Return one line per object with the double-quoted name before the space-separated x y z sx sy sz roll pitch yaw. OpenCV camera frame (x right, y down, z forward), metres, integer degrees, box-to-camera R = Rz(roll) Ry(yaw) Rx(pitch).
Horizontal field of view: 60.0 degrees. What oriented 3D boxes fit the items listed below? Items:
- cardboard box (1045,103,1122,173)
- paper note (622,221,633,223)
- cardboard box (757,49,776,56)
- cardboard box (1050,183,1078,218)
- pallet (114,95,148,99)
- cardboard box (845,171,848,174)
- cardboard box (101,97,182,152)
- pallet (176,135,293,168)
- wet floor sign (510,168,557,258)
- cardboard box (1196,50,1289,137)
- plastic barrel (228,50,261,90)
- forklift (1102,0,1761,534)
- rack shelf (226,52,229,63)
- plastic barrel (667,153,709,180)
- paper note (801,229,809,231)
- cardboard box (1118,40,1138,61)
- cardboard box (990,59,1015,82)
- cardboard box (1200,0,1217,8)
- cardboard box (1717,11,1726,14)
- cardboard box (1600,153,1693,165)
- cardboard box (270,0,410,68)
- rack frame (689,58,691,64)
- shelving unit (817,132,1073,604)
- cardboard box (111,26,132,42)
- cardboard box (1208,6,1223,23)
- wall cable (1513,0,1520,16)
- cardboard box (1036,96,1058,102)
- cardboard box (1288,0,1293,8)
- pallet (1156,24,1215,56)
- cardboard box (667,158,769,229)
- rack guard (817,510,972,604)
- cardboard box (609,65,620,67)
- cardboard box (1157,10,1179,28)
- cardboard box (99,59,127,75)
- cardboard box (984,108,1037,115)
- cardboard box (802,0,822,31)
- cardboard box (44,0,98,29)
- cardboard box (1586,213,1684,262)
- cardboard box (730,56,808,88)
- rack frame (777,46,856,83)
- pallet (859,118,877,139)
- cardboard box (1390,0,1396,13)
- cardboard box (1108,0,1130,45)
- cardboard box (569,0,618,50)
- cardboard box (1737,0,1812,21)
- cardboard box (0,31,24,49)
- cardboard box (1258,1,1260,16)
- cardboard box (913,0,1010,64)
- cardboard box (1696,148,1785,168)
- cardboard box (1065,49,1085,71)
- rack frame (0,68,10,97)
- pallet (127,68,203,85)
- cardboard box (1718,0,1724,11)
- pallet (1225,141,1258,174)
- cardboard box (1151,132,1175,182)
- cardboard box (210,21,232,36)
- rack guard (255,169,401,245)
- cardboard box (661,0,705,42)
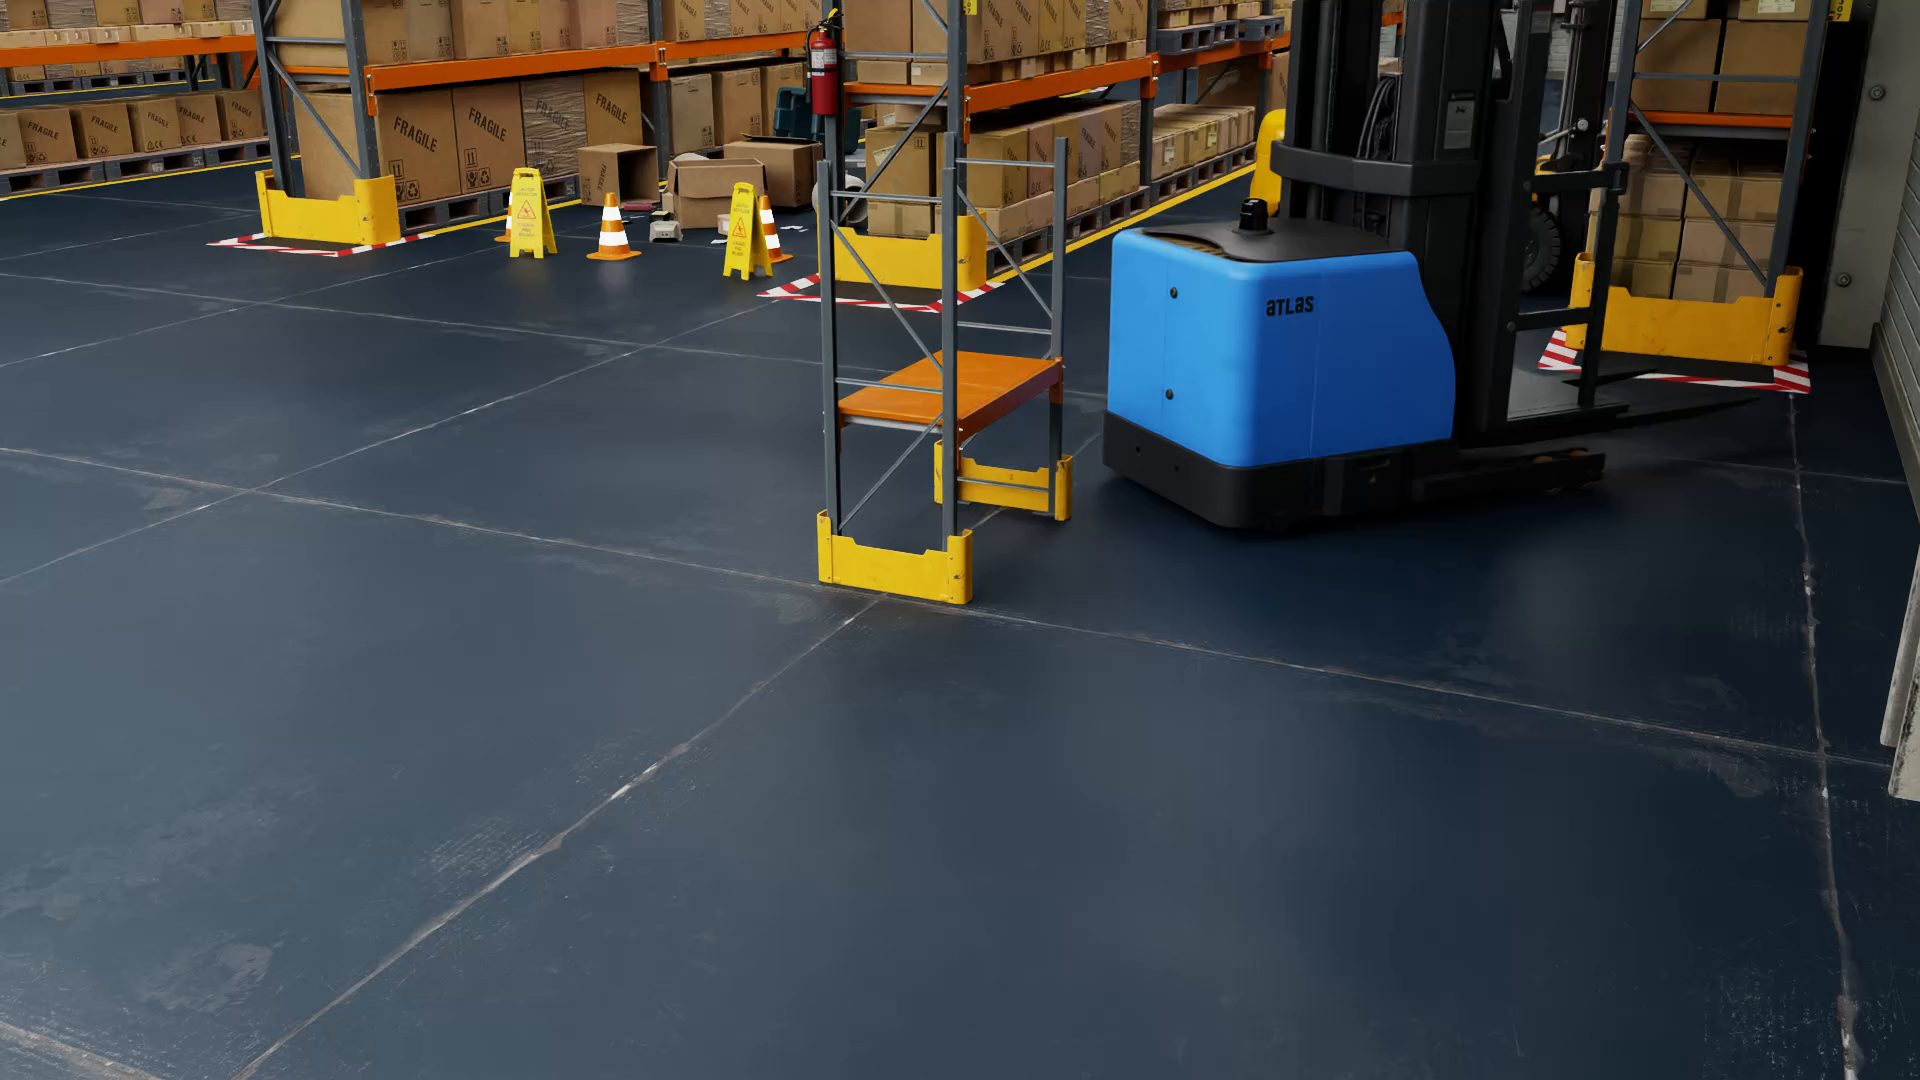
"cardboard box" 1.000 -3.288 13.595 0.500 0.500 0.500 9 21 24
"paper note" -2.818 -2.665 13.919 0.144 0.017 0.142 18 26 41
"cardboard box" -3.485 -8.146 27.441 0.875 0.875 0.875 9 21 23
"cardboard box" 0.576 -2.617 12.828 0.500 0.250 0.500 10 22 26
"pallet" -11.071 -6.122 23.369 1.003 0.211 1.213 9 21 23
"cardboard box" -1.088 -3.163 14.966 0.258 0.266 0.396 -5 20 -15
"cardboard box" -8.448 -4.292 17.164 0.500 0.500 0.500 7 21 18
"pallet" -8.080 -4.241 18.080 1.003 0.211 1.213 9 21 23
"wet floor sign" -3.197 -2.441 12.370 0.267 0.644 0.232 5 20 13
"cardboard box" 3.200 -5.025 18.665 0.875 0.875 0.875 8 21 22
"plastic barrel" -10.533 -6.995 24.273 0.600 0.830 0.708 9 21 23
"forklift" 2.176 -1.718 6.925 3.031 2.935 1.130 -9 21 -23
"rack shelf" -7.018 -6.038 20.043 1.077 0.370 4.000 9 21 23
"plastic barrel" -2.419 -3.283 15.067 0.421 0.421 0.512 -9 22 -24
"paper note" -1.271 -2.524 13.552 0.032 0.001 0.123 9 21 23
"cardboard box" 1.254 -4.070 13.811 0.380 0.149 0.250 9 22 24
"cardboard box" 0.167 -3.289 11.615 0.380 0.149 0.250 8 21 21
"cardboard box" 2.077 -5.197 15.386 0.500 0.500 0.500 8 21 22
"cardboard box" 4.488 -3.050 10.420 0.500 0.500 0.500 8 21 22
"cardboard box" 4.204 -2.217 10.210 0.500 0.250 0.500 9 21 24
"cardboard box" -4.881 -4.021 13.076 0.875 0.550 0.550 9 21 23
"rack frame" -4.561 -8.211 25.080 1.000 3.000 0.127 9 21 23
"shelving unit" -0.031 -0.683 6.152 0.587 1.500 1.083 9 21 23
"cardboard box" -8.457 -5.018 16.478 0.380 0.149 0.250 9 21 23
"cardboard box" 2.277 -5.005 15.814 0.380 0.149 0.250 9 22 25
"wall cable" 9.704 -10.088 28.843 0.588 1.984 0.122 9 21 23
"cardboard box" 0.610 -3.793 14.049 0.380 0.149 0.250 9 21 23
"cardboard box" 3.487 -6.072 18.544 0.500 0.250 0.500 9 22 24
"pallet" 1.649 -4.529 15.013 1.003 0.211 1.213 9 21 23
"cardboard box" -2.025 -2.891 13.846 0.797 0.503 0.637 -5 20 -15
"rack guard" -0.235 0.058 5.933 0.587 0.250 0.087 9 21 23
"cardboard box" -5.526 -6.664 23.276 1.225 0.875 0.875 9 21 23
"cardboard box" 1.718 -4.611 14.705 0.380 0.149 0.250 9 21 23
"cardboard box" -14.160 -7.952 27.425 0.500 0.500 0.500 8 21 21
"cardboard box" 0.294 -3.194 13.332 0.500 0.500 0.500 10 22 26
"cardboard box" -1.861 -5.997 18.705 0.500 0.500 0.500 9 21 23
"cardboard box" -8.885 -5.210 16.050 0.875 0.500 0.500 9 21 23
"cardboard box" 4.010 -1.832 9.875 0.500 0.250 0.500 8 21 22
"cardboard box" -2.047 -5.241 19.459 1.050 0.750 0.750 8 21 22
"rack frame" -1.716 -6.277 19.641 1.000 3.000 0.127 9 21 23
"pallet" -1.394 -5.201 20.779 1.003 0.211 1.213 9 21 23
"cardboard box" 5.942 -7.786 23.736 0.500 0.500 0.500 8 21 22
"cardboard box" 1.044 -4.264 13.390 0.500 0.500 0.500 9 22 25
"cardboard box" -3.698 -4.839 15.374 0.875 0.550 0.550 9 21 23
"cardboard box" 4.471 -2.924 9.096 0.380 0.149 0.250 8 21 21
"cardboard box" -8.905 -4.627 15.377 0.380 0.149 0.250 9 21 23
"cardboard box" 2.878 -5.483 17.159 0.380 0.149 0.250 9 21 24
"cardboard box" 0.013 -3.477 11.175 0.500 0.500 0.500 8 21 22
"cardboard box" 4.881 -2.302 10.449 0.500 0.250 0.500 8 21 22
"cardboard box" 0.733 -3.678 12.710 0.380 0.149 0.250 9 21 23
"rack frame" -15.235 -8.348 25.467 1.000 3.000 0.127 9 21 23
"pallet" -13.896 -8.003 28.659 1.003 0.211 1.213 9 21 23
"cardboard box" 4.670 -3.459 10.602 0.380 0.149 0.250 8 21 22
"pallet" 2.520 -4.076 17.614 1.003 0.211 1.213 9 21 23
"cardboard box" 1.416 -3.526 15.202 0.950 0.372 0.625 9 21 23
"cardboard box" -7.925 -5.398 17.544 0.380 0.149 0.250 9 21 23
"rack guard" -5.001 -2.646 13.163 1.175 0.500 0.348 9 21 23
"cardboard box" -2.893 -5.225 16.534 0.500 0.500 0.500 9 21 23
